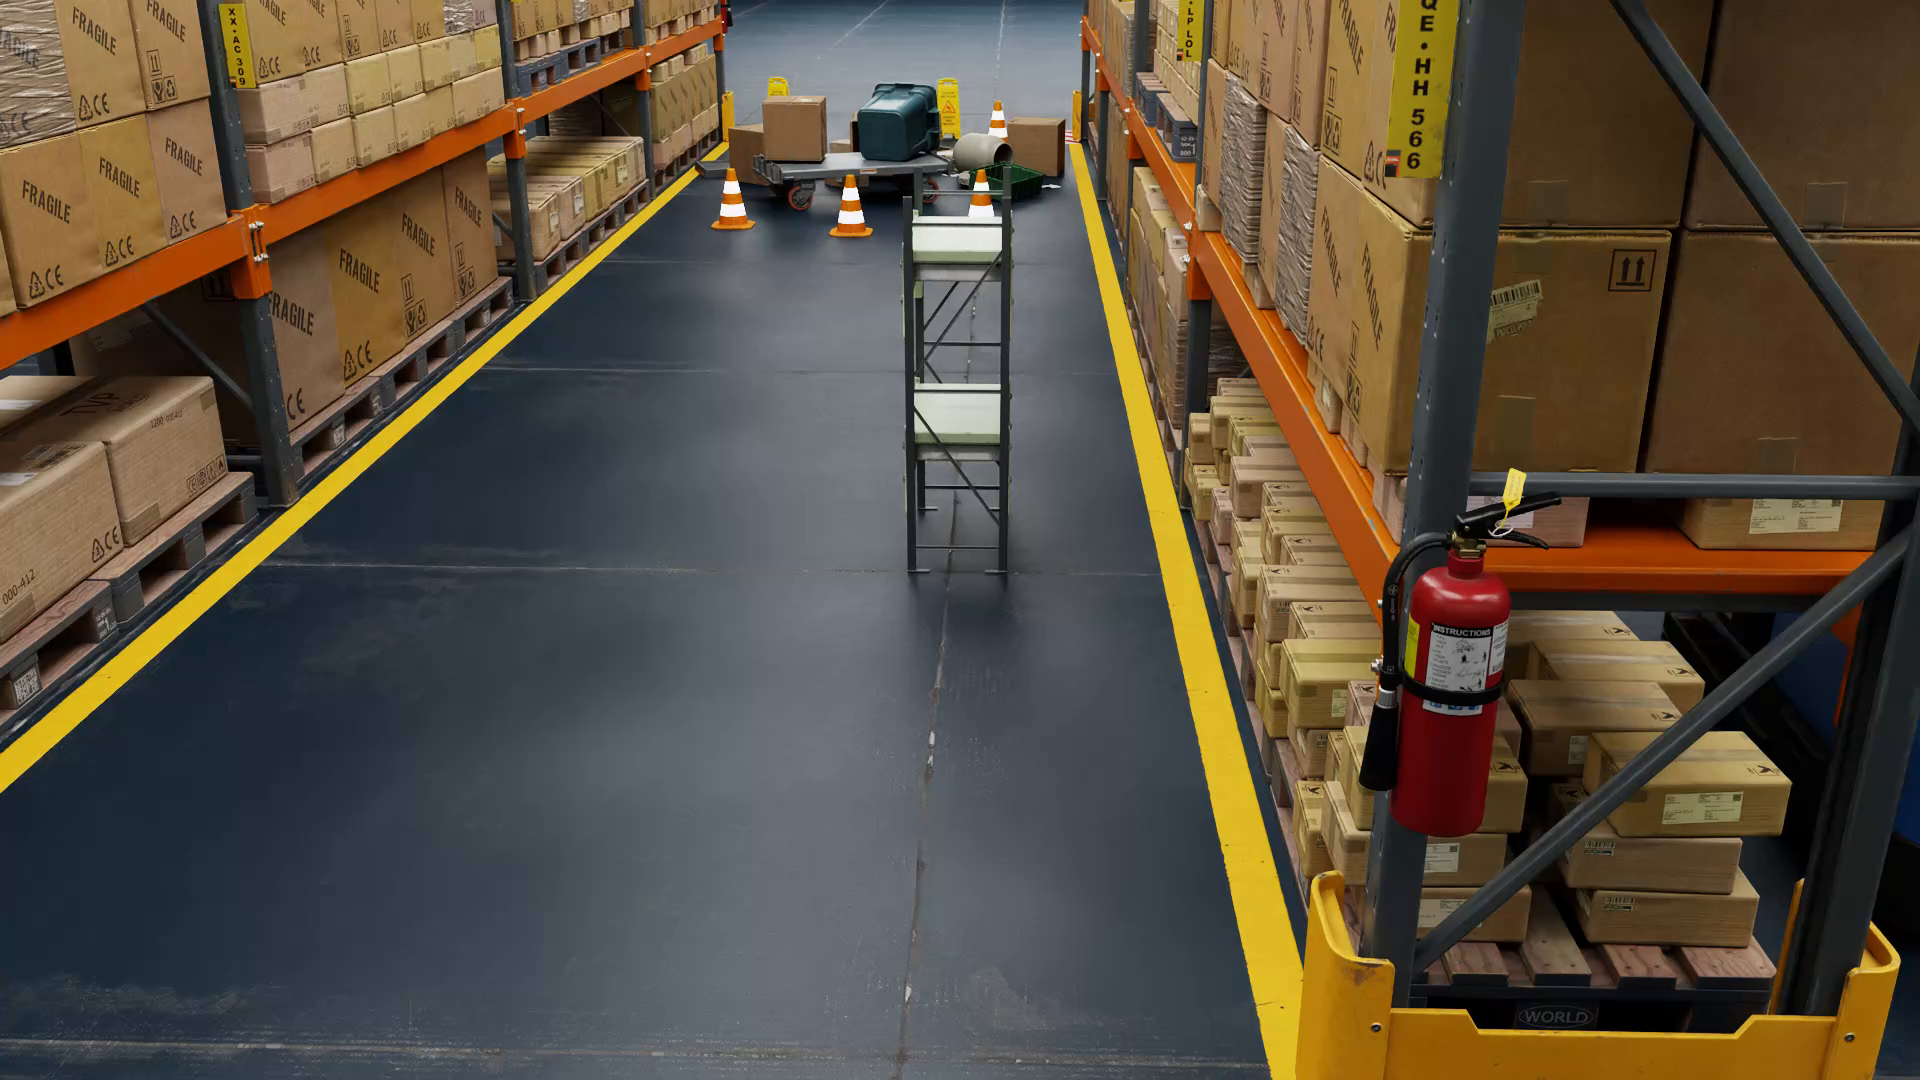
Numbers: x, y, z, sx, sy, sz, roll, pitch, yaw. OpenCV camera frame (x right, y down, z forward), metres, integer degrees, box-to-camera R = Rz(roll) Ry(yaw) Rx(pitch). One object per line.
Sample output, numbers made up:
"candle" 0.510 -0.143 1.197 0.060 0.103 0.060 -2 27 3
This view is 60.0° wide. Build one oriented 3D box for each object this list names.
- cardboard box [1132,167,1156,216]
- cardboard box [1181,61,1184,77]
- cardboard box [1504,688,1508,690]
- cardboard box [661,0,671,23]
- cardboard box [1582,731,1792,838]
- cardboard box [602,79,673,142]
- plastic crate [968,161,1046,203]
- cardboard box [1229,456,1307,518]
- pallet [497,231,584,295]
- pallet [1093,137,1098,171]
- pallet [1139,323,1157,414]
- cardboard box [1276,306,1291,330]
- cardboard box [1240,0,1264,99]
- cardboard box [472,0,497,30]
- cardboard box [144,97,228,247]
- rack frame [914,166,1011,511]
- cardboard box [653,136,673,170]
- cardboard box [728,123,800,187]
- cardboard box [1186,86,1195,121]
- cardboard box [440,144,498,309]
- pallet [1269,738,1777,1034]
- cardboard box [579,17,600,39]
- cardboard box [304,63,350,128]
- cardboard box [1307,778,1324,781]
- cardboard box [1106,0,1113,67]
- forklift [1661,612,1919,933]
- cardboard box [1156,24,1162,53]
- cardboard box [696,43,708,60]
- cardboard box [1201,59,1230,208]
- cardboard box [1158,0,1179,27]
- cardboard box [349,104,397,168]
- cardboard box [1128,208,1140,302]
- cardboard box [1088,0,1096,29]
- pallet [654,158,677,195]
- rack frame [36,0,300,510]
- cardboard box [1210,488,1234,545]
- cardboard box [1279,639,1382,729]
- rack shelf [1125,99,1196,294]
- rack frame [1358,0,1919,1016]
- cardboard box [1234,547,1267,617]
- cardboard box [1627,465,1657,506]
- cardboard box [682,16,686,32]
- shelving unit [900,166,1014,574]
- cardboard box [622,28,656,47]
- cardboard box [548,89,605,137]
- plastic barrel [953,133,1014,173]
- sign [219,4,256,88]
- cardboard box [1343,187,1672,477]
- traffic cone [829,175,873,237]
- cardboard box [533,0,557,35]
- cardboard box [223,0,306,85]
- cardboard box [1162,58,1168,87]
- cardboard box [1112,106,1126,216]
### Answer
"cardboard box" 1.337 -2.120 10.185 0.500 0.250 0.500 0 21 -1
"cardboard box" 1.343 -2.468 8.599 0.380 0.149 0.250 1 21 4
"cardboard box" 1.729 0.434 4.712 0.380 0.149 0.250 1 21 3
"cardboard box" -2.945 -4.974 15.152 0.500 0.500 0.500 1 21 1
"cardboard box" 1.712 0.576 3.936 0.380 0.149 0.250 0 21 -1
"cardboard box" -2.941 -3.925 15.182 0.500 0.500 0.500 2 21 4
"plastic crate" 0.417 -3.226 15.005 0.450 0.188 0.662 23 29 25
"cardboard box" 1.160 -0.186 5.899 0.380 0.149 0.250 1 21 3
"pallet" -3.326 -1.987 11.859 1.003 0.211 1.213 1 21 2
"pallet" 1.857 -3.849 16.658 1.003 0.211 1.213 1 21 2
"pallet" 1.535 -0.964 9.222 1.003 0.211 1.213 1 21 2
"cardboard box" 1.189 -0.751 5.164 0.380 0.149 0.250 1 21 4
"cardboard box" 1.174 -1.662 5.234 0.500 0.500 0.500 1 21 3
"cardboard box" -3.105 -3.328 9.938 0.500 0.500 0.500 0 21 0
"cardboard box" -3.231 -1.435 6.441 0.500 0.500 0.500 1 21 2
"rack frame" 0.011 -0.834 7.105 0.400 1.500 0.023 1 21 2
"cardboard box" -2.941 -3.575 15.317 0.500 0.250 0.500 0 21 -1
"cardboard box" -1.837 -3.659 15.765 0.500 0.500 0.500 18 27 38
"cardboard box" 1.320 -2.140 8.165 0.380 0.149 0.250 0 21 -1
"cardboard box" -3.455 -1.961 10.293 0.875 0.875 0.875 0 21 1
"pallet" 1.419 0.885 4.457 1.003 0.211 1.213 1 21 2
"cardboard box" -3.014 -3.972 12.886 0.380 0.149 0.250 1 21 2
"cardboard box" -3.189 -2.066 7.724 0.500 0.250 0.500 1 21 2
"cardboard box" 1.165 0.658 4.548 0.380 0.149 0.250 1 21 1
"cardboard box" 1.404 -3.929 12.871 0.500 0.500 0.500 1 21 1
"forklift" 3.045 -0.822 5.096 1.130 2.935 3.031 2 21 6
"cardboard box" 1.385 -3.032 10.051 0.380 0.149 0.250 2 21 4
"cardboard box" -2.815 -5.037 17.152 0.380 0.149 0.250 1 21 3
"cardboard box" 1.211 -1.550 6.326 0.500 0.500 0.500 0 21 1
"cardboard box" 1.392 -3.176 10.013 0.380 0.149 0.250 1 21 2
"cardboard box" -3.150 -2.017 8.288 0.500 0.250 0.500 0 21 1
"cardboard box" 1.324 -1.764 10.304 0.500 0.500 0.500 0 21 -1
"cardboard box" 1.740 -5.414 16.629 0.875 0.550 0.550 1 21 2
"pallet" -3.244 -3.394 15.485 1.003 0.211 1.213 1 21 2
"rack frame" -3.473 -1.559 6.899 1.000 3.000 0.127 1 21 2
"cardboard box" 1.182 -0.092 6.481 0.380 0.149 0.250 1 21 1
"cardboard box" 1.065 0.382 4.435 0.380 0.149 0.250 0 21 0
"rack shelf" 1.539 -1.928 8.847 1.077 0.370 4.000 1 21 2
"rack frame" 1.360 -0.094 3.125 0.949 2.616 0.053 1 21 2
"cardboard box" 1.111 0.139 5.474 0.380 0.149 0.250 1 21 2
"cardboard box" 1.661 -0.183 3.702 0.380 0.149 0.250 1 21 4
"cardboard box" -2.871 -4.998 16.111 0.380 0.149 0.250 1 21 1
"shelving unit" 0.000 -0.702 6.764 0.431 1.500 0.755 1 21 2
"cardboard box" -2.899 -4.444 14.684 0.380 0.149 0.250 1 21 1
"cardboard box" -3.479 -3.931 15.198 0.500 0.500 0.500 0 21 1
"plastic barrel" 0.223 -3.659 15.874 0.512 0.421 0.421 18 27 38
"sign" -2.918 -1.993 6.714 0.100 0.325 0.005 1 21 2
"cardboard box" 1.113 -0.445 3.479 0.500 0.500 0.500 1 21 3
"traffic cone" -0.877 -2.689 13.319 0.336 0.463 0.334 1 21 2
"cardboard box" -3.097 -3.735 11.377 0.500 0.500 0.500 2 21 4
"cardboard box" -3.172 -2.227 7.102 0.500 0.500 0.500 1 21 2
"cardboard box" 1.369 -2.711 9.637 0.380 0.149 0.250 2 21 4
"cardboard box" 1.759 -3.006 13.159 1.050 0.750 0.750 1 21 2
